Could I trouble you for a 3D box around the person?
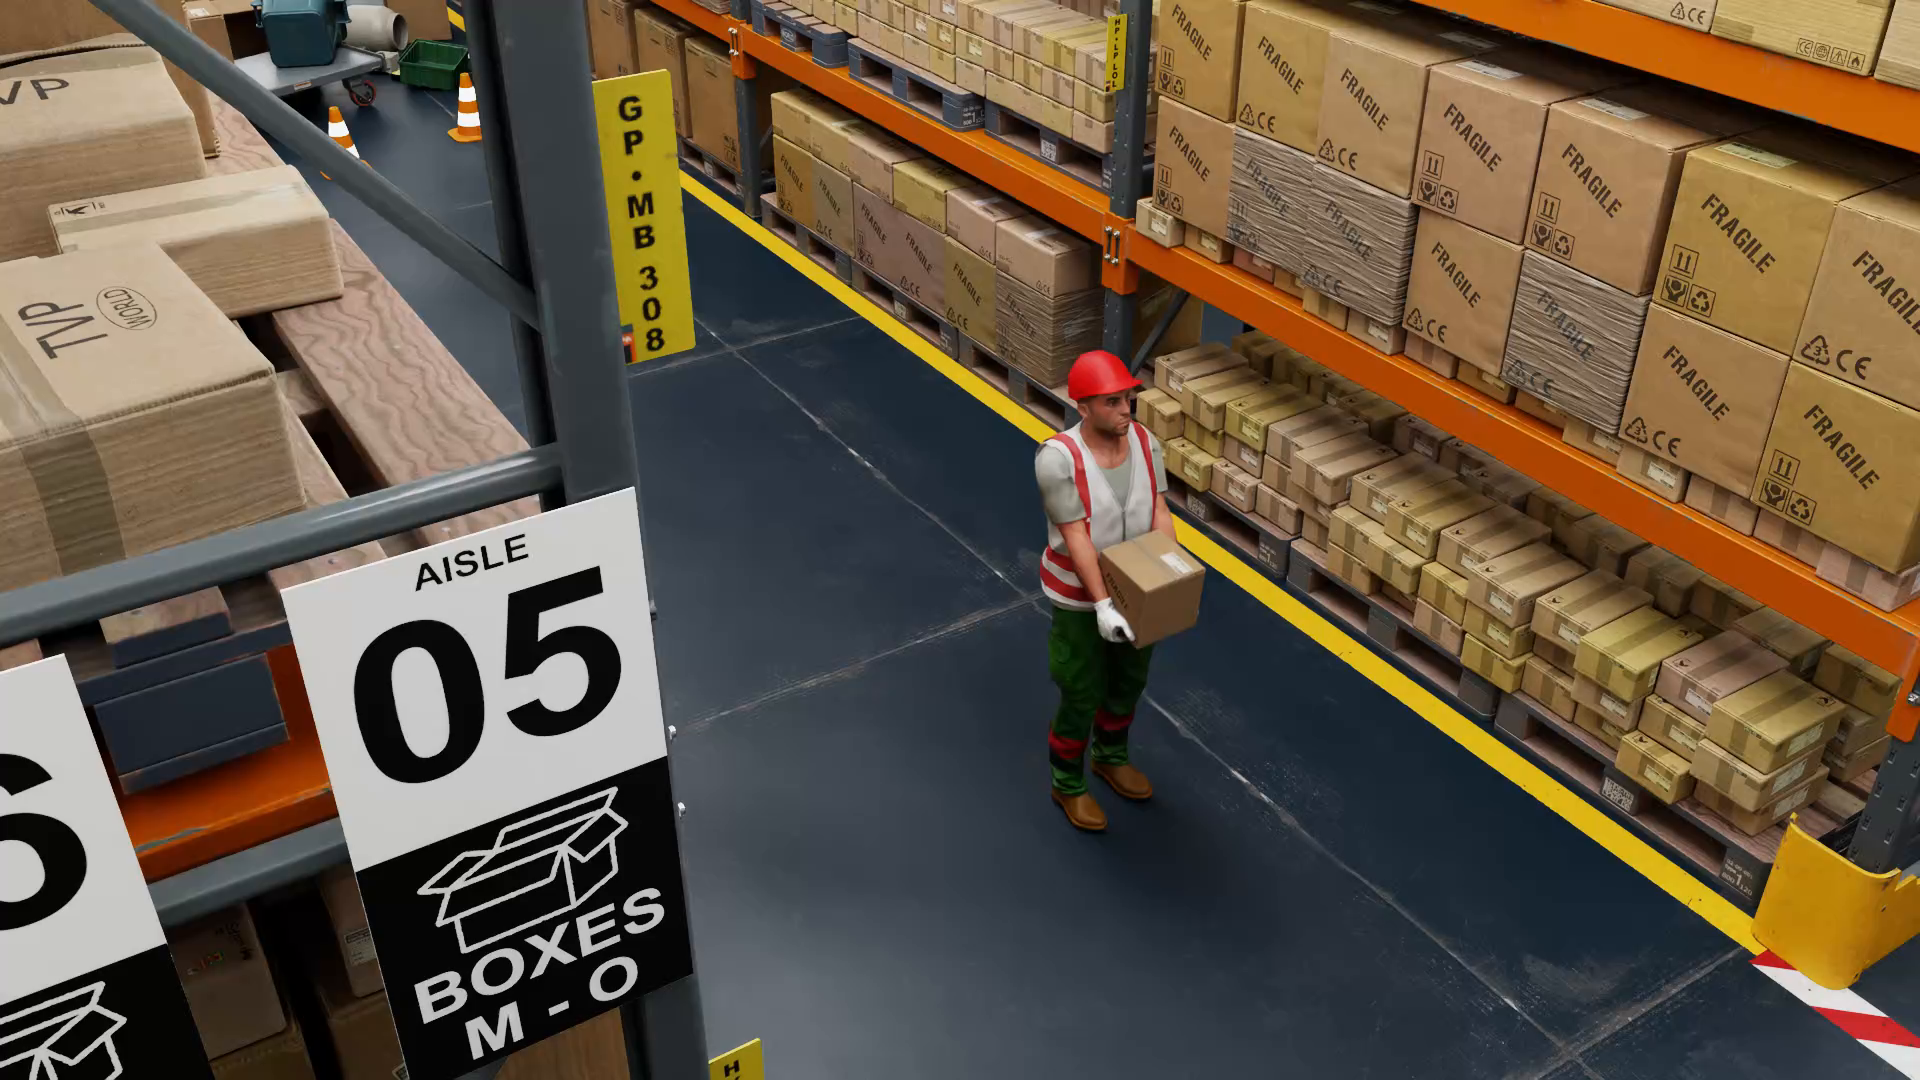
[{"bbox_3d":[0.544,0.220,5.773,0.494,1.782,0.564,-19,37,-27],"label":"person"}]
